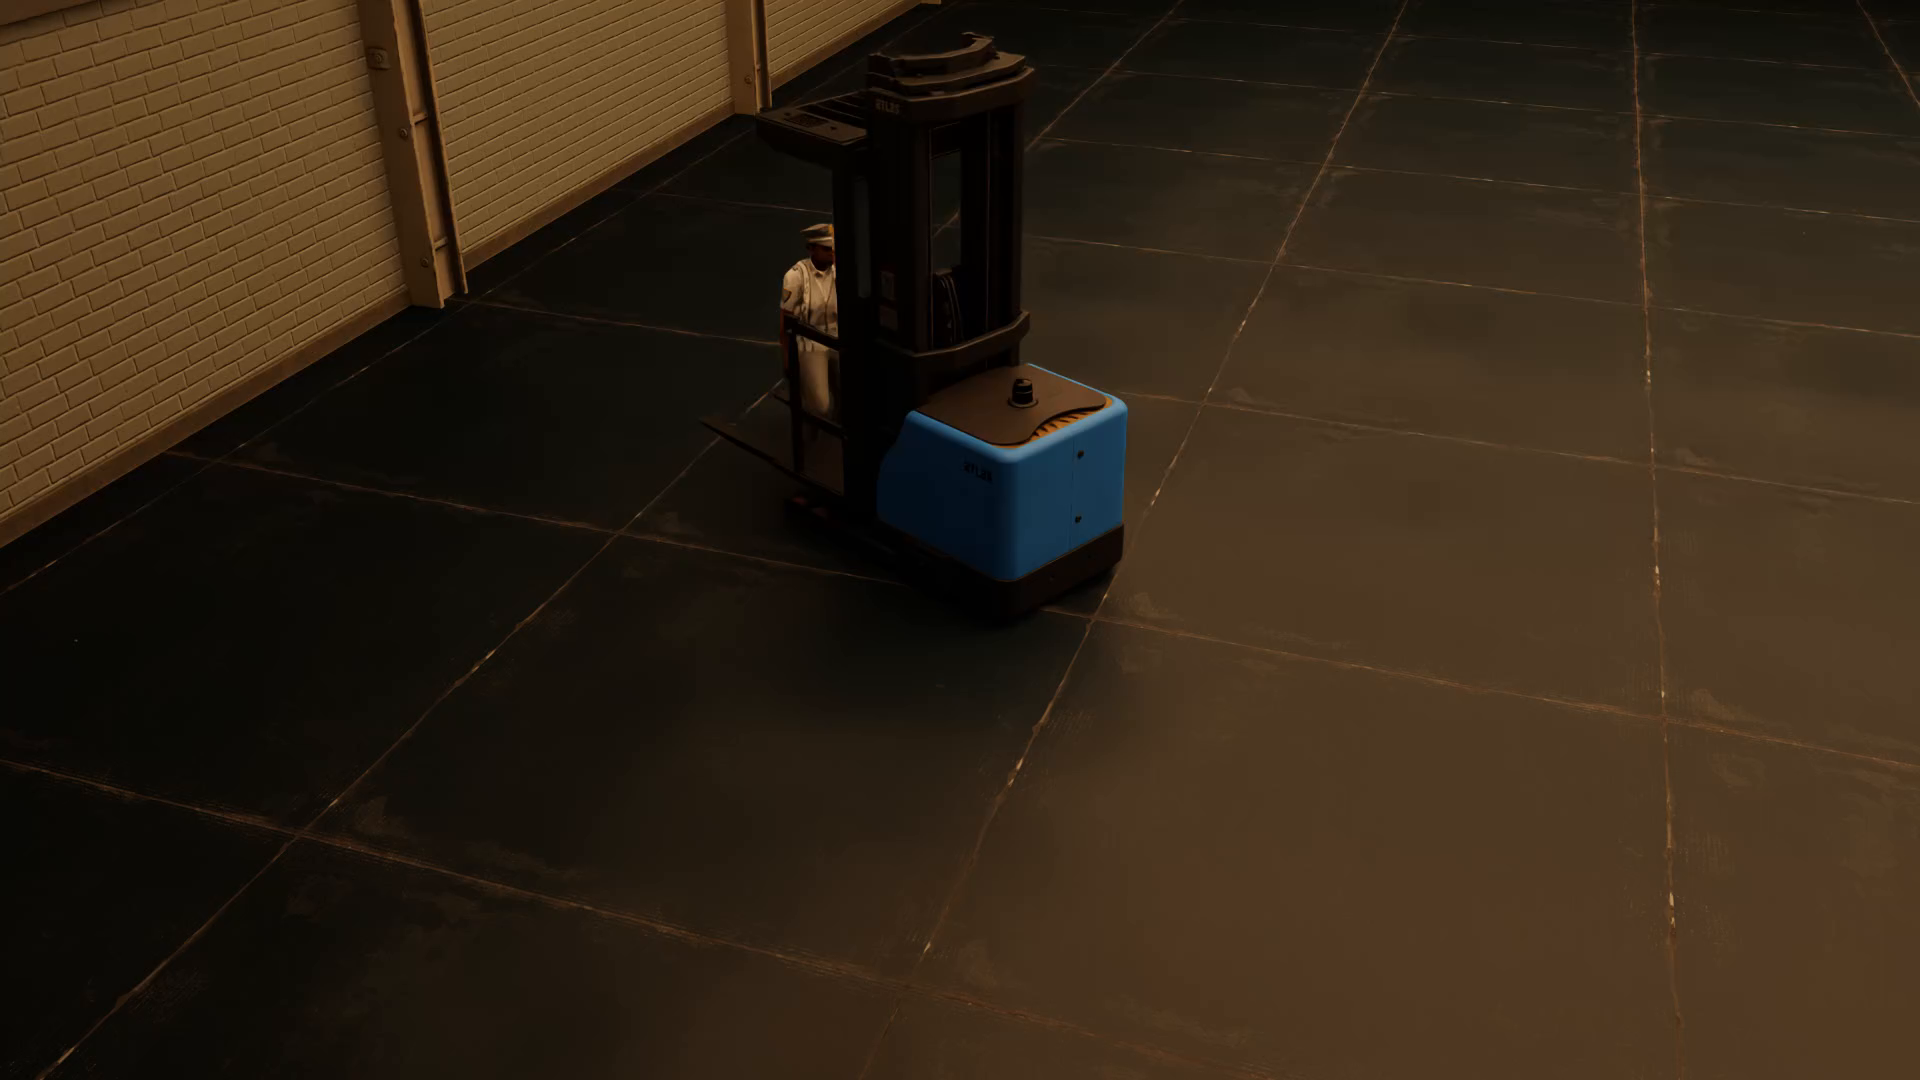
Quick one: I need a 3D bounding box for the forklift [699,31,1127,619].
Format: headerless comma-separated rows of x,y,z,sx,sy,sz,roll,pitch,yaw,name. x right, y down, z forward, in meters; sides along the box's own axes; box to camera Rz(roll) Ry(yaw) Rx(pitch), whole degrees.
-0.440,-1.469,9.714,1.130,2.935,3.031,-26,39,-38,forklift

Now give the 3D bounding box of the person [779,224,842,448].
-0.820,-1.157,10.414,0.566,1.686,0.525,-15,33,-24,person
